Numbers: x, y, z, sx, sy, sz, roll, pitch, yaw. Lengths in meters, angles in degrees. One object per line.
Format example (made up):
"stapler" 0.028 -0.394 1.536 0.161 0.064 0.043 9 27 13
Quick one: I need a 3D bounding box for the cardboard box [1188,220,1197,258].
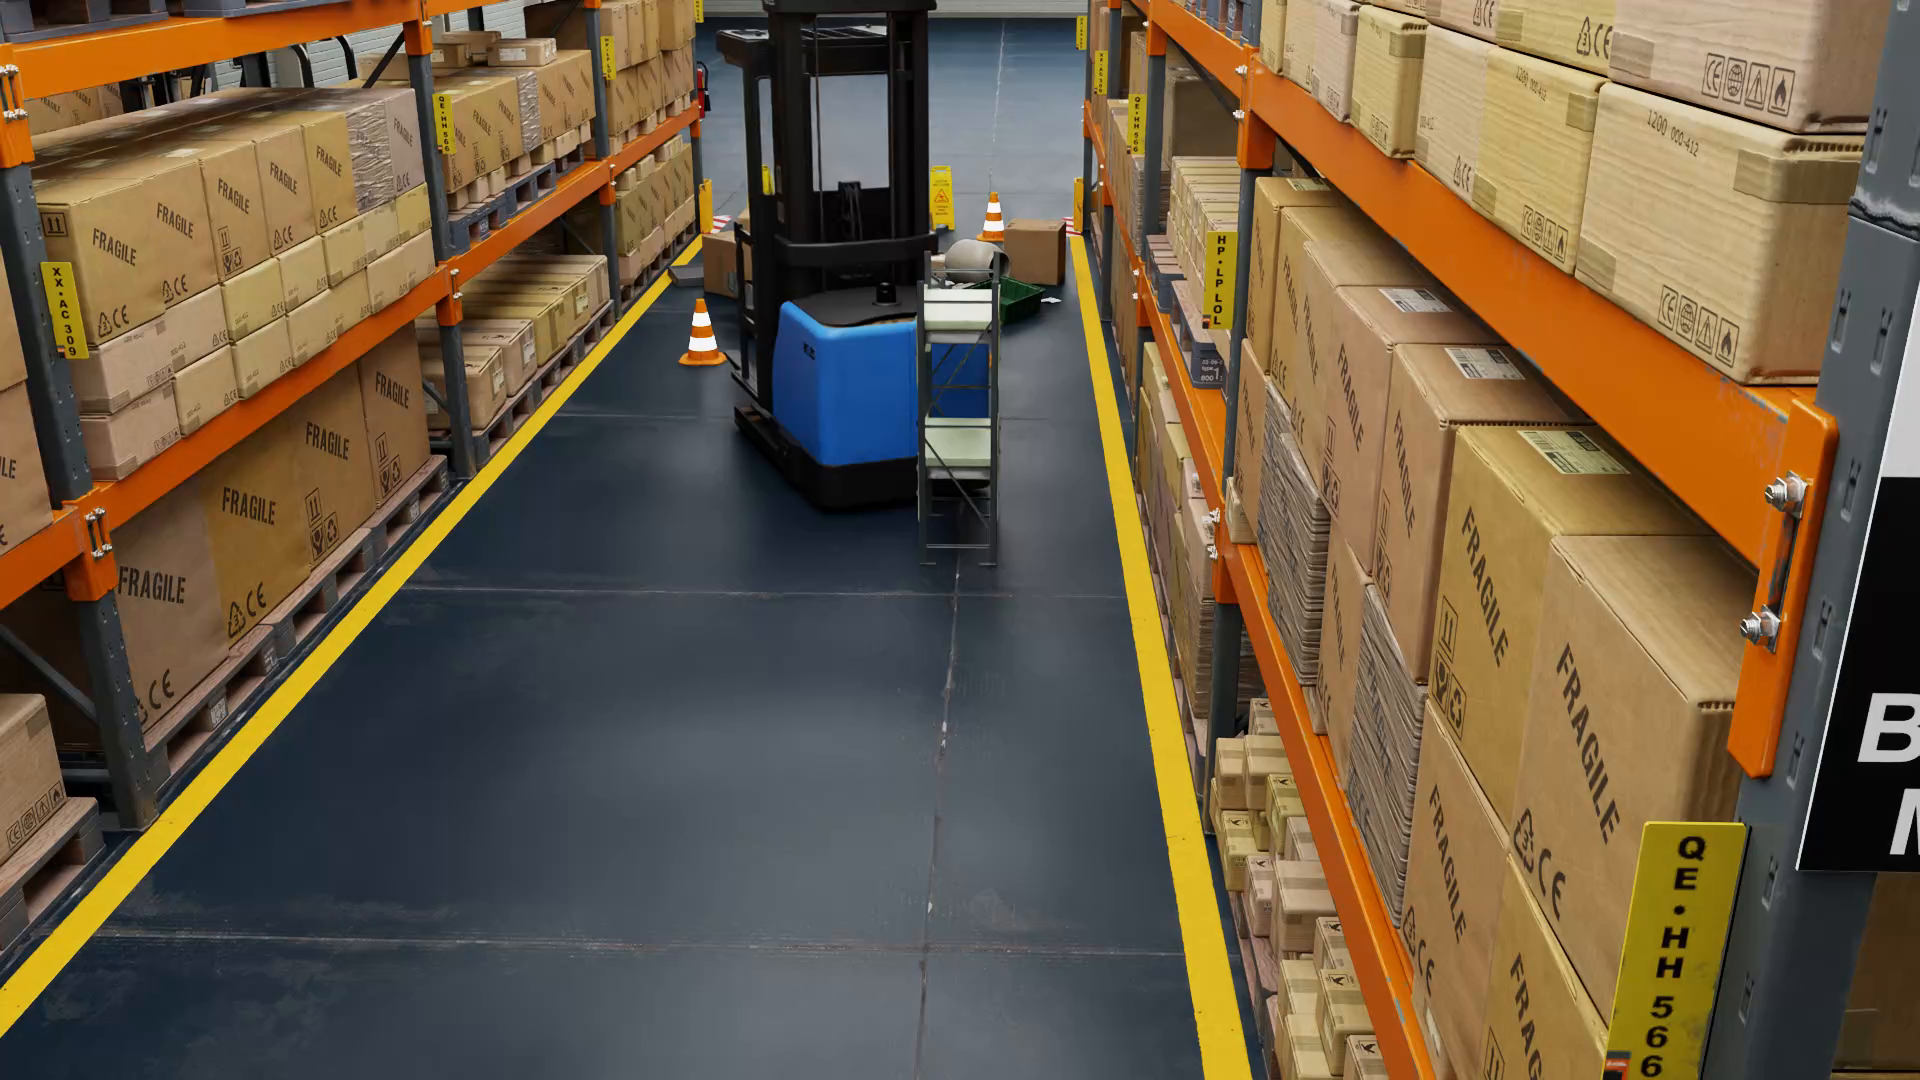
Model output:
"cardboard box" 1.292 -1.426 7.912 0.380 0.149 0.250 1 21 2

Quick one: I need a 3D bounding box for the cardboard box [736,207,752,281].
"cardboard box" -1.515 -2.400 13.476 0.500 0.500 0.500 1 21 2

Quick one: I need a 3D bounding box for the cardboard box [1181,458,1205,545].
"cardboard box" 1.211 -0.148 7.103 0.500 0.250 0.500 2 21 4

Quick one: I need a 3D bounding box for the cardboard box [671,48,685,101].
"cardboard box" -2.935 -4.472 15.859 0.500 0.500 0.500 1 21 2

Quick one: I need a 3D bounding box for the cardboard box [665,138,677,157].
"cardboard box" -2.892 -3.716 15.747 0.380 0.149 0.250 1 21 3

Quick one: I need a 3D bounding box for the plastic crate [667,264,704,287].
"plastic crate" -2.428 -2.418 15.151 0.402 0.080 0.583 -7 22 -17

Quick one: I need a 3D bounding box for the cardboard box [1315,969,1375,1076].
"cardboard box" 1.121 1.232 4.244 0.380 0.149 0.250 1 21 2

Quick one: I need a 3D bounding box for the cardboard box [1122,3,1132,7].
"cardboard box" 1.755 -4.303 14.273 0.875 0.550 0.550 1 21 2

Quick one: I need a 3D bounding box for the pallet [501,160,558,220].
"pallet" -3.398 -2.401 11.337 1.003 0.211 1.213 1 21 2

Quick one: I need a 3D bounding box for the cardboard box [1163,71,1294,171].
"cardboard box" 1.557 -2.432 9.629 0.700 0.500 0.500 1 21 1

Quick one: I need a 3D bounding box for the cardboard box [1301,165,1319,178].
"cardboard box" 1.967 -1.840 8.568 0.380 0.149 0.250 0 21 1

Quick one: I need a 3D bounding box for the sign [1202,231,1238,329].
"sign" 0.857 -0.855 5.485 0.100 0.325 0.005 1 21 2

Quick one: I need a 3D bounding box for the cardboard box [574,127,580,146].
"cardboard box" -3.061 -3.015 12.420 0.380 0.149 0.250 0 21 0

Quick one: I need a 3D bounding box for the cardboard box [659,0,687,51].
"cardboard box" -2.907 -4.763 15.226 0.700 0.500 0.500 0 21 1

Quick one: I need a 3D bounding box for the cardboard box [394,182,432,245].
"cardboard box" -3.178 -1.760 8.934 0.500 0.250 0.500 1 21 1

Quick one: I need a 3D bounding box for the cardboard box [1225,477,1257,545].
"cardboard box" 1.076 -0.095 5.473 0.380 0.149 0.250 1 21 4

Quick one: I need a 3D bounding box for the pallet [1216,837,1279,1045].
"pallet" 1.427 1.233 5.560 1.003 0.211 1.213 1 21 2

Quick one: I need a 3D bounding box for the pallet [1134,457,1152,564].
"pallet" 1.509 -0.174 9.186 1.003 0.211 1.213 1 21 2

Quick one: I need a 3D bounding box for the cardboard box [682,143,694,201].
"cardboard box" -2.937 -3.638 16.443 0.500 0.500 0.500 1 21 2

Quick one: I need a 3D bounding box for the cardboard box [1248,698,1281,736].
"cardboard box" 1.195 0.668 5.699 0.380 0.149 0.250 1 21 4

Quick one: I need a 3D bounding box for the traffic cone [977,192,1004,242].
"traffic cone" 0.342 -3.290 16.869 0.336 0.463 0.334 1 21 2

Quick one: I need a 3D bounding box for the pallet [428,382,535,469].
"pallet" -3.392 -0.757 10.689 1.003 0.211 1.213 1 21 2

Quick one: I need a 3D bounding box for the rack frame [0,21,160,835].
"rack frame" -3.539 -0.328 5.729 1.000 3.000 0.127 1 21 2

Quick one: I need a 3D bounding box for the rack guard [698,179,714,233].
"rack guard" -3.176 -3.474 17.292 1.175 0.500 0.348 1 21 2

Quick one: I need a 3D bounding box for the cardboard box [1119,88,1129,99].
"cardboard box" 1.655 -3.406 13.454 0.875 0.550 0.550 1 21 2

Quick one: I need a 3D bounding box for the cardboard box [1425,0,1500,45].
"cardboard box" 1.083 -0.965 2.739 0.500 0.250 0.500 1 21 2

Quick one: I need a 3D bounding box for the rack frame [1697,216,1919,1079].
"rack frame" 1.290 1.136 1.955 1.000 3.000 0.127 1 21 2

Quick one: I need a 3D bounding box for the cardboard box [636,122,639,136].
"cardboard box" -3.013 -3.588 14.477 0.380 0.149 0.250 1 21 1

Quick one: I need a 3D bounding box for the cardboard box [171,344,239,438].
"cardboard box" -3.247 -0.602 6.641 0.500 0.250 0.500 0 21 0

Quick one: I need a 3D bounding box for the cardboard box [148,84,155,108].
"cardboard box" -7.928 -4.214 15.603 0.500 0.500 0.500 0 21 1

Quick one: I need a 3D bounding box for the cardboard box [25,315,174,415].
"cardboard box" -3.243 -0.648 6.067 0.500 0.250 0.500 0 21 0

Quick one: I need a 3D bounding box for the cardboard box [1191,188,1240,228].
"cardboard box" 1.294 -1.568 7.869 0.380 0.149 0.250 2 21 4

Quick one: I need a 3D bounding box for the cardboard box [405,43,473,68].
"cardboard box" -3.593 -3.344 11.475 0.380 0.149 0.250 2 21 5

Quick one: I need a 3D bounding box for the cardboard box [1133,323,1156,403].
"cardboard box" 1.642 -1.123 10.306 1.050 0.750 0.750 0 21 1

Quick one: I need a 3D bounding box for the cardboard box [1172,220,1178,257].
"cardboard box" 1.310 -1.579 8.718 0.380 0.149 0.250 2 21 4

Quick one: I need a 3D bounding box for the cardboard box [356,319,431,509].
"cardboard box" -3.521 -0.731 9.123 0.875 0.875 0.875 0 21 1

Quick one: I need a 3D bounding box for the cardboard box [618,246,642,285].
"cardboard box" -3.008 -2.345 14.147 0.500 0.250 0.500 0 21 -1

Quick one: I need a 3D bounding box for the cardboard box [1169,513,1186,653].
"cardboard box" 1.199 0.203 7.234 0.500 0.500 0.500 0 21 0

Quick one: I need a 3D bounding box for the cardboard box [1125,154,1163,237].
"cardboard box" 1.296 -2.150 10.284 0.500 0.500 0.500 1 21 2

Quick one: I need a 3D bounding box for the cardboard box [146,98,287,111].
"cardboard box" -3.682 -1.932 8.342 0.500 0.500 0.500 1 21 2

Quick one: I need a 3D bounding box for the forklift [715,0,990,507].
"forklift" -0.824 -2.051 10.264 1.130 2.935 3.031 -8 23 -20

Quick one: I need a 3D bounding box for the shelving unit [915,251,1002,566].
"shelving unit" 0.000 -0.702 8.764 0.431 1.500 0.755 1 21 2

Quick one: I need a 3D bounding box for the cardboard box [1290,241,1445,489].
"cardboard box" 1.108 -0.432 4.064 0.500 0.500 0.500 1 21 3

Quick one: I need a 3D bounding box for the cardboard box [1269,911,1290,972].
"cardboard box" 1.158 1.230 5.073 0.380 0.149 0.250 0 21 1

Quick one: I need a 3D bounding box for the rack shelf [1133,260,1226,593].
"rack shelf" 1.473 -0.698 7.676 1.077 0.370 4.000 1 21 2

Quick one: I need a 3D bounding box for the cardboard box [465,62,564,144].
"cardboard box" -3.116 -3.067 11.656 0.500 0.500 0.500 1 21 3

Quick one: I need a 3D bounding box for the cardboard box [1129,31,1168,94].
"cardboard box" 1.646 -3.536 12.476 0.700 0.500 0.500 0 21 1

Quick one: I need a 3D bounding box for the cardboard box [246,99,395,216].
"cardboard box" -3.179 -1.912 8.290 0.500 0.500 0.500 1 21 3

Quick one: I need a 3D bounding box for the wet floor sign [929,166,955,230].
"wet floor sign" -0.201 -3.584 17.374 0.267 0.644 0.232 -3 21 -8

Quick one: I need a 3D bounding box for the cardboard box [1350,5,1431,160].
"cardboard box" 1.073 -0.916 3.304 0.500 0.250 0.500 2 21 4

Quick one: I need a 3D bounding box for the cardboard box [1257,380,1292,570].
"cardboard box" 1.137 -0.141 4.695 0.500 0.500 0.500 1 21 2

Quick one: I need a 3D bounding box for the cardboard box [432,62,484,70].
"cardboard box" -3.640 -3.076 11.680 0.500 0.500 0.500 1 21 1

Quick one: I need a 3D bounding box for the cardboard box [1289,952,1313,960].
"cardboard box" 1.149 1.189 4.766 0.380 0.149 0.250 2 21 4

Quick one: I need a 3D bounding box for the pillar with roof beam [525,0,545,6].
"pillar with roof beam" -4.207 -13.736 31.991 9.100 9.000 0.400 1 21 2

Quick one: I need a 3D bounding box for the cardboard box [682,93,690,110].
"cardboard box" -2.868 -4.320 16.363 0.380 0.149 0.250 0 21 1

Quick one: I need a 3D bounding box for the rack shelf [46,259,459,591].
"rack shelf" -3.478 -0.716 7.723 1.077 0.370 4.000 1 21 2

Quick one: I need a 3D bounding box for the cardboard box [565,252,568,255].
"cardboard box" -3.546 -2.352 14.163 0.500 0.250 0.500 2 21 4
